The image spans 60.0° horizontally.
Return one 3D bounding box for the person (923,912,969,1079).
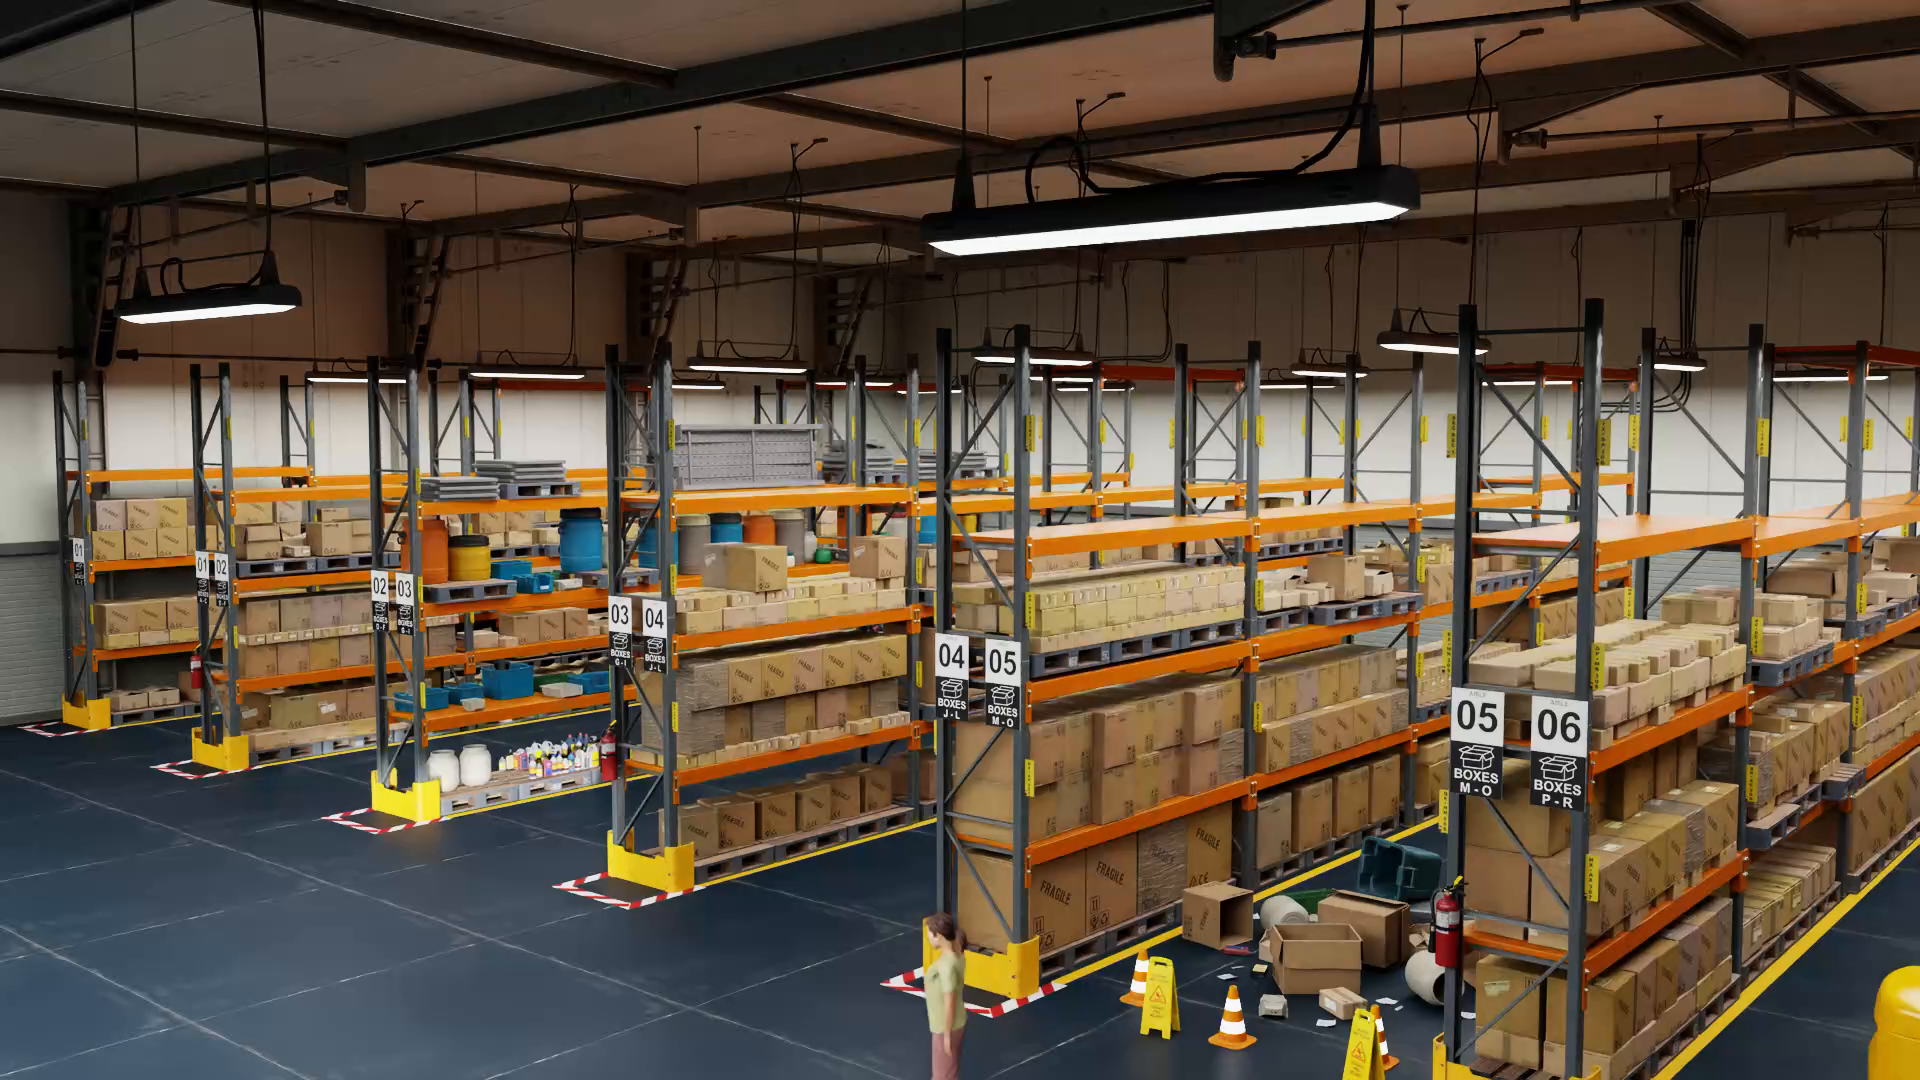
[{"bbox_3d":[-0.148,3.471,11.800,0.430,1.674,0.516,0,4,7],"label":"person"}]
